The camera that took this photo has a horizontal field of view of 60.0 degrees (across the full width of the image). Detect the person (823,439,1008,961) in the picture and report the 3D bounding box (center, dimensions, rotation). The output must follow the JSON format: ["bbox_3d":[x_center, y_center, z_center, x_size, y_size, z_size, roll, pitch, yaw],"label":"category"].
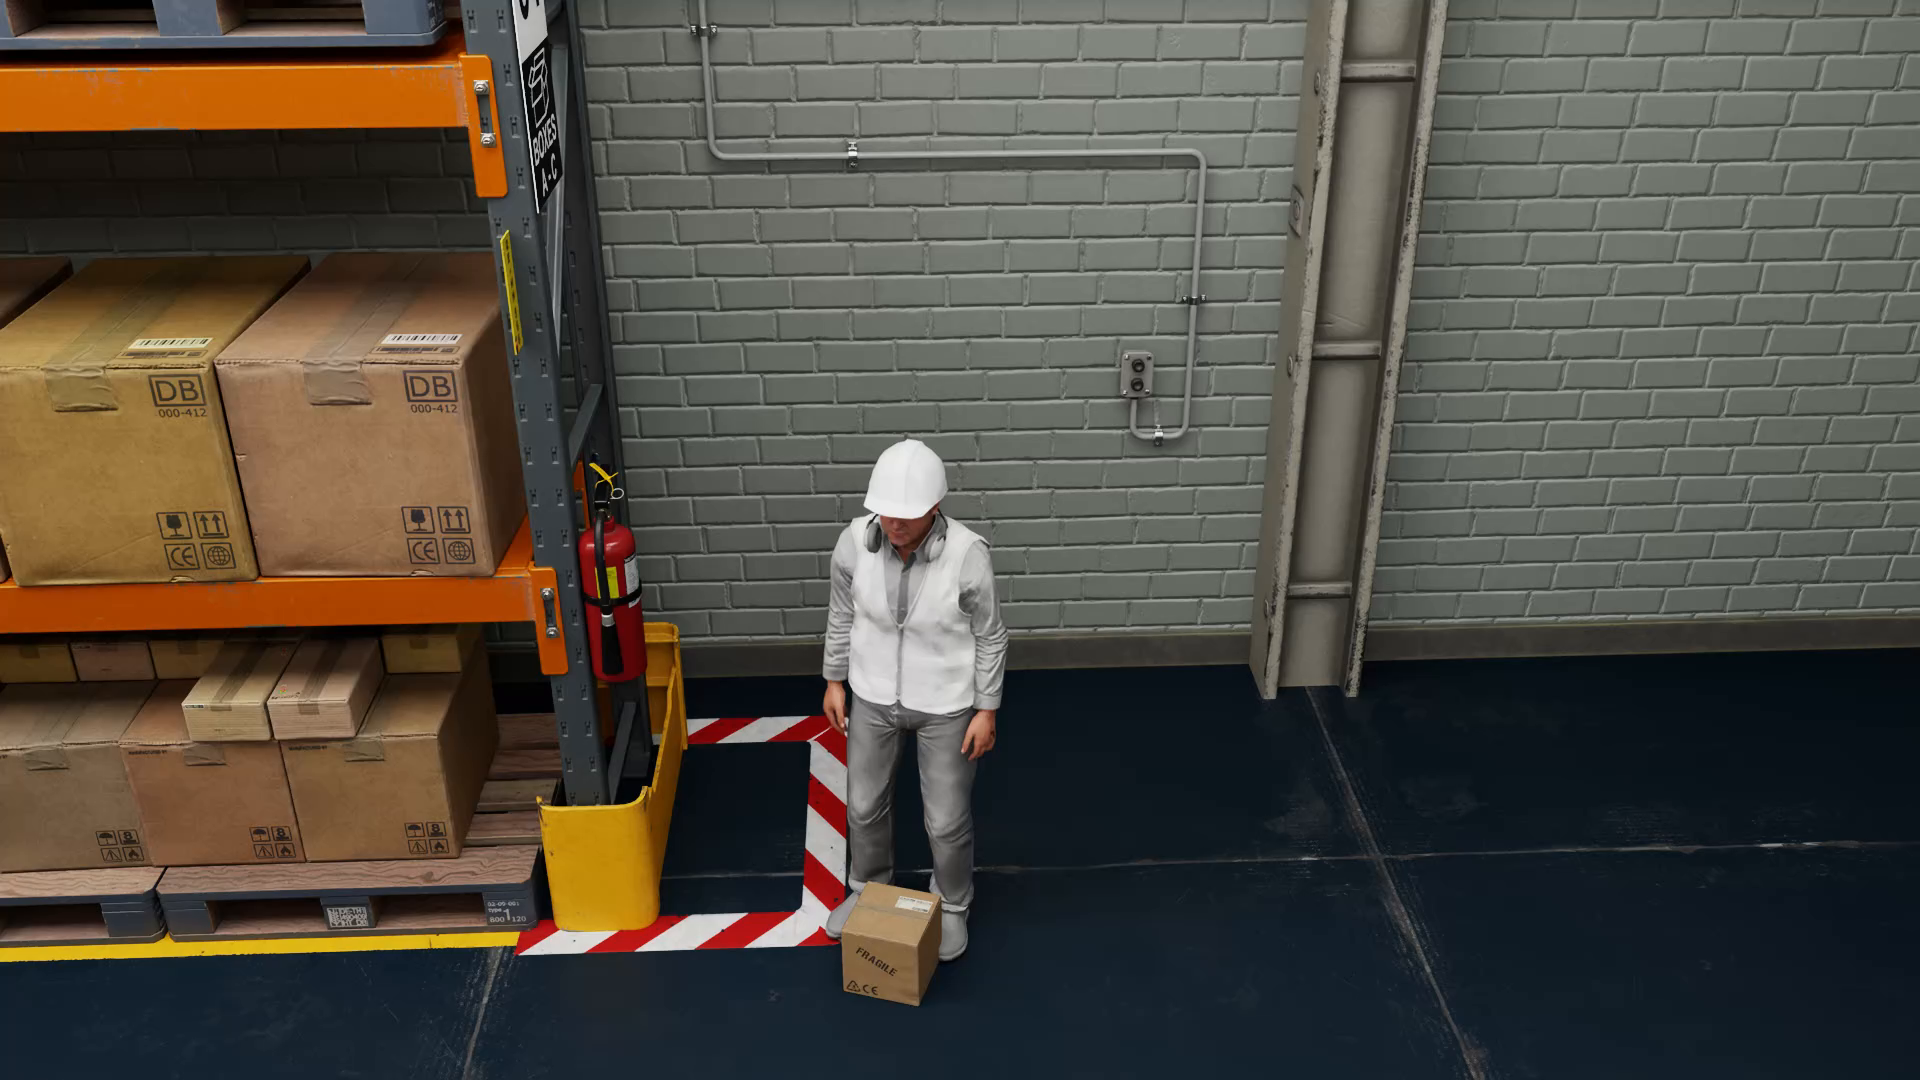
[{"bbox_3d":[-0.147,0.489,5.150,0.580,1.768,0.462,9,29,16],"label":"person"}]
